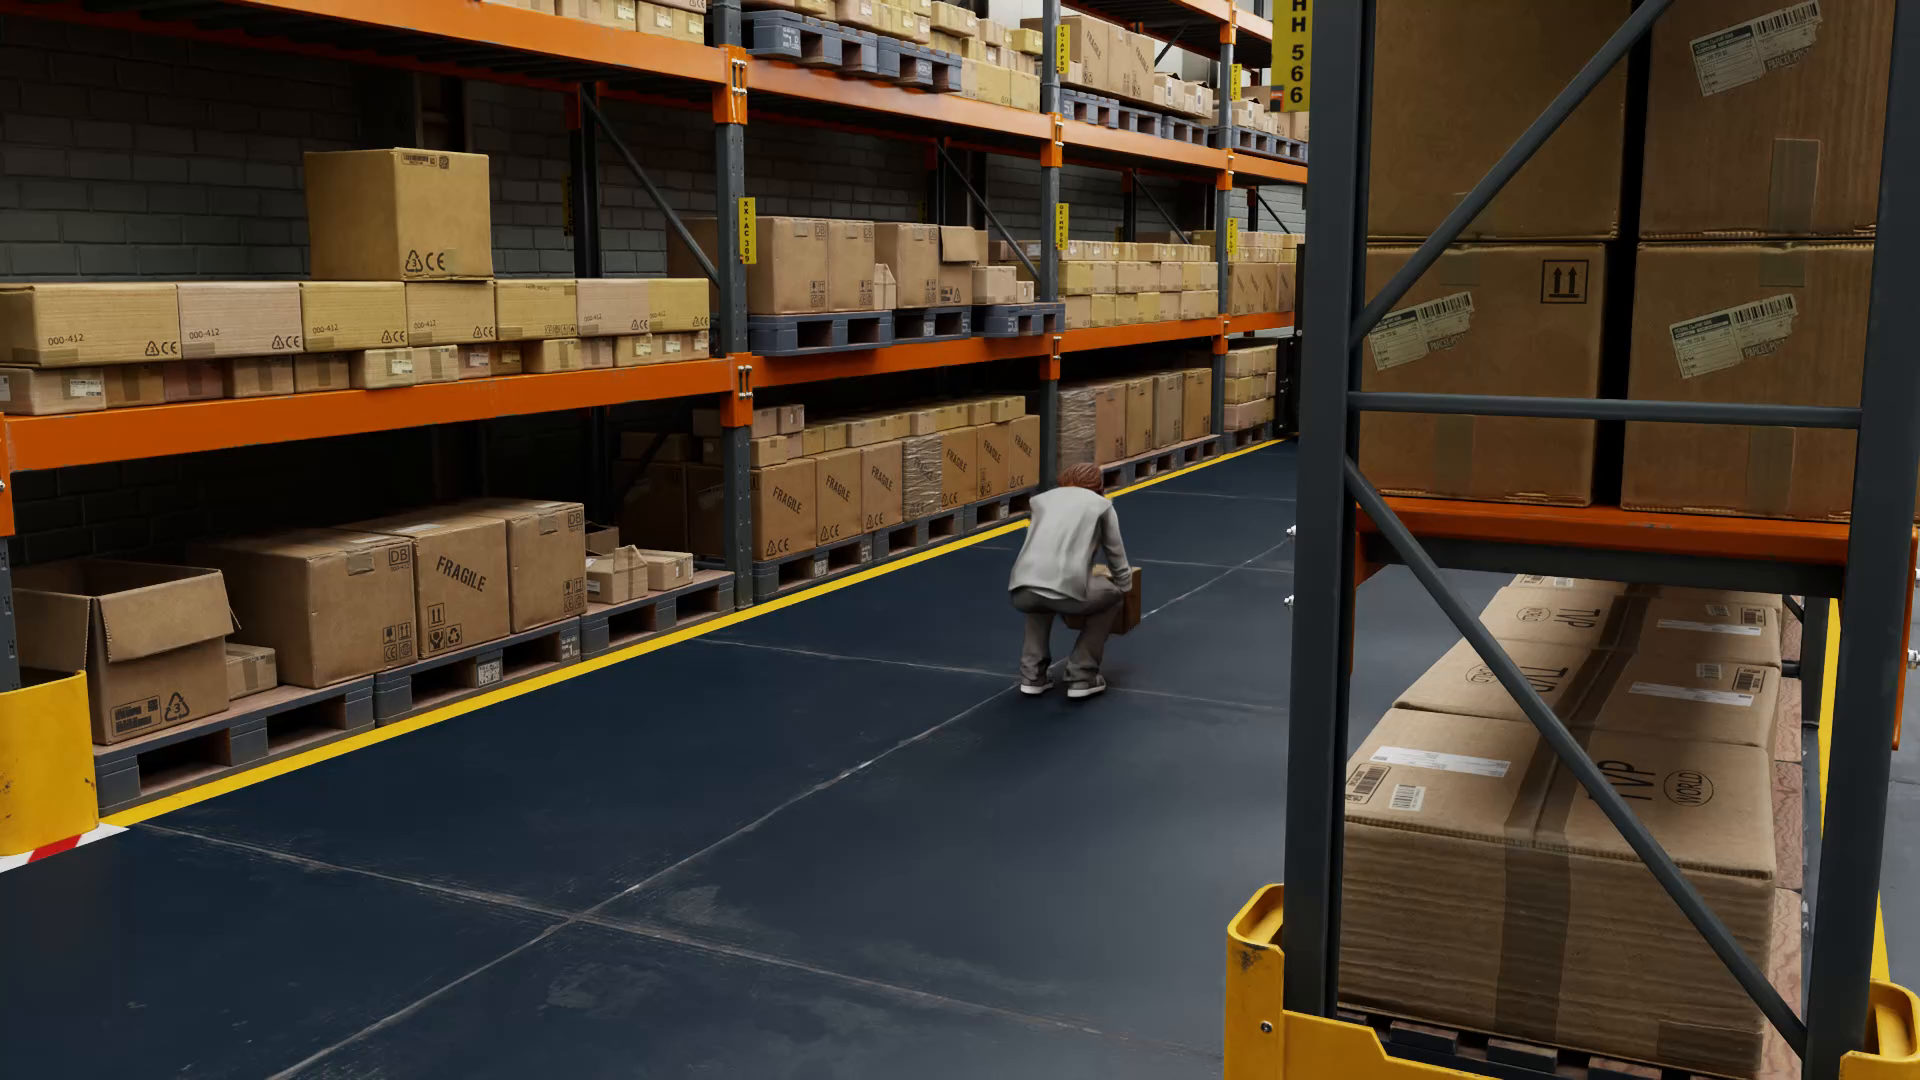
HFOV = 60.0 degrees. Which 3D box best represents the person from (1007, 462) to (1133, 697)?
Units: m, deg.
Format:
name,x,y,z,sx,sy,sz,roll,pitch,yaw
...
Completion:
name,x,y,z,sx,sy,sz,roll,pitch,yaw
person,0.445,0.173,6.955,0.442,0.919,0.792,5,10,26
